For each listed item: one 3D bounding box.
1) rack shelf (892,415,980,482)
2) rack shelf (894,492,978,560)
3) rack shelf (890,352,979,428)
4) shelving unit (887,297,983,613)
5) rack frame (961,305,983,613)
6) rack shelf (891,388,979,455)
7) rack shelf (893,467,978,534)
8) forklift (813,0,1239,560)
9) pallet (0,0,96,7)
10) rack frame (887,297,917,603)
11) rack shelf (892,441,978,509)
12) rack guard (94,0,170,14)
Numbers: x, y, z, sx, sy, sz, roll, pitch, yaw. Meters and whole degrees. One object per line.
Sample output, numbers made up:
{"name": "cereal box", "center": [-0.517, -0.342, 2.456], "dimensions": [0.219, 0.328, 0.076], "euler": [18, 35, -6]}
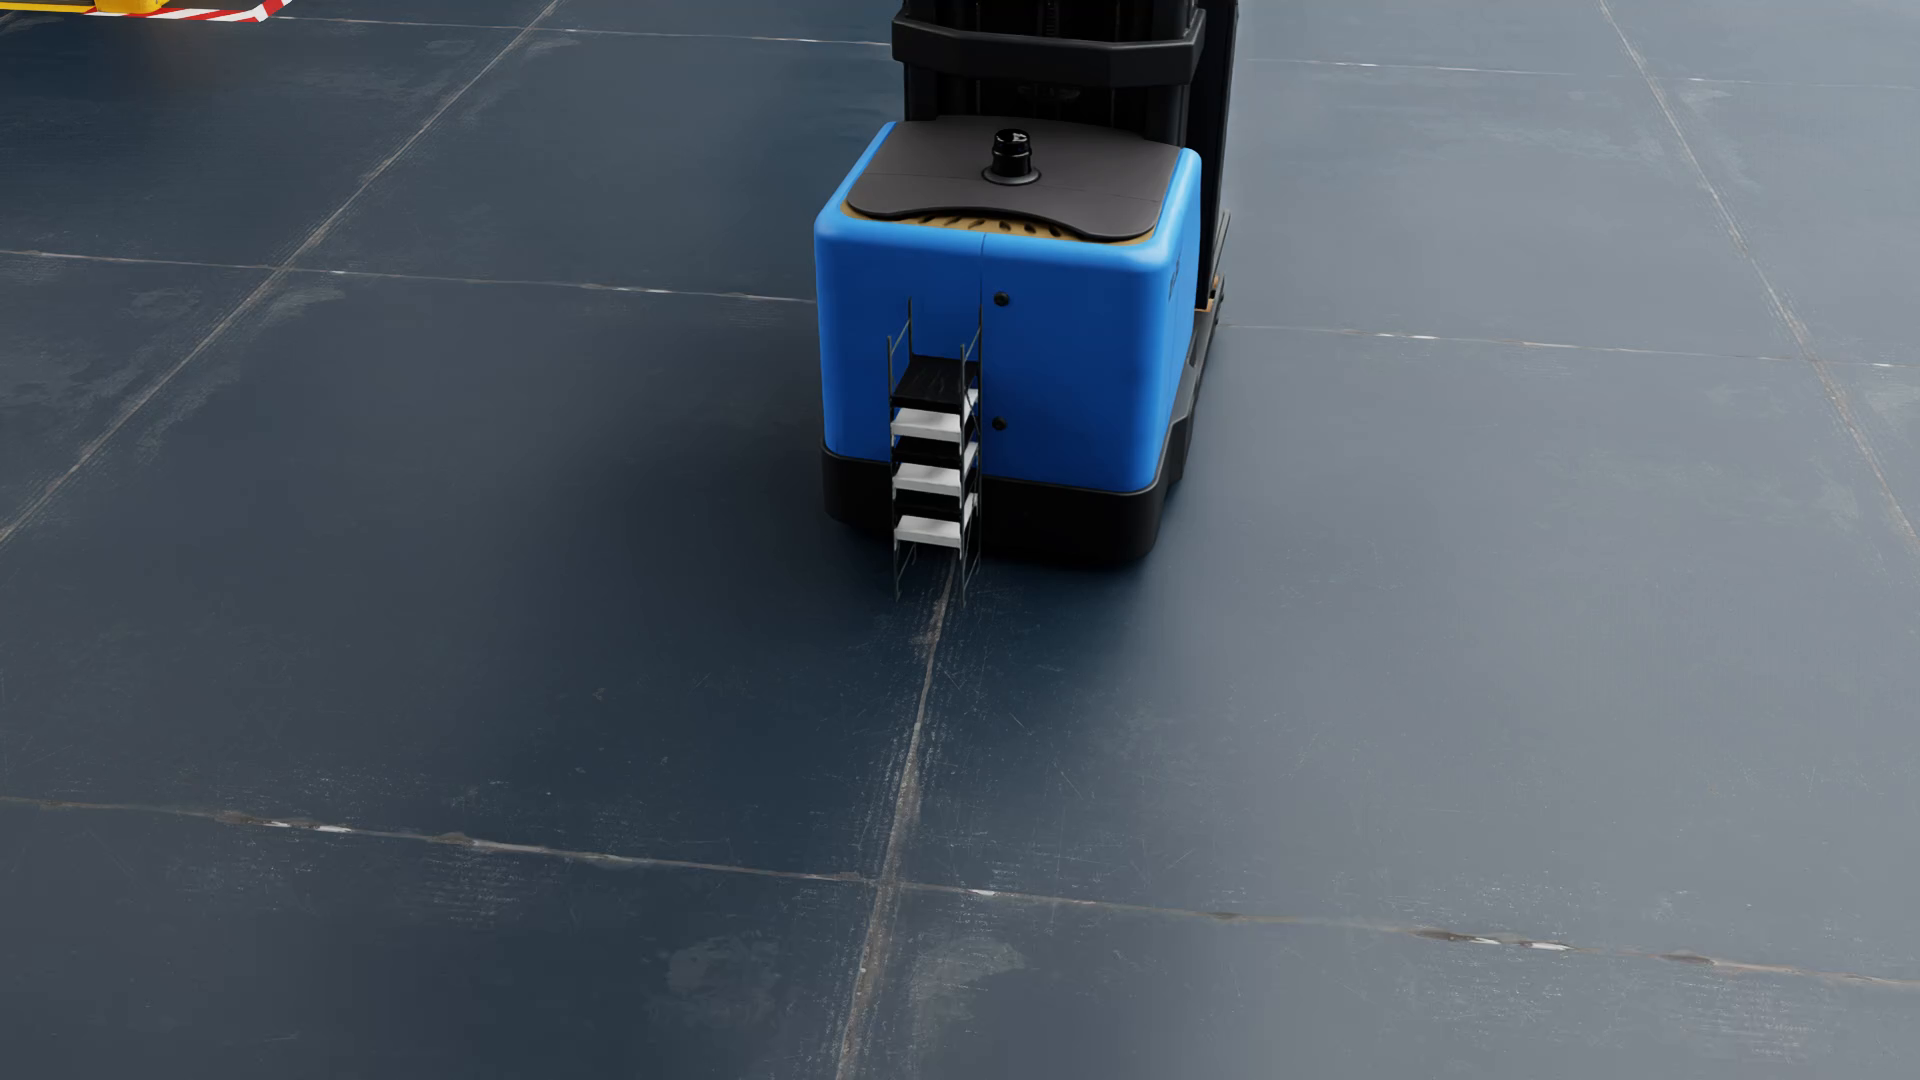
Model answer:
{"name": "rack shelf", "center": [-0.066, -0.277, 4.765], "dimensions": [0.200, 0.077, 0.258], "euler": [8, 36, 11]}
{"name": "rack shelf", "center": [-0.066, -0.058, 4.923], "dimensions": [0.200, 0.077, 0.258], "euler": [8, 36, 11]}
{"name": "rack shelf", "center": [-0.066, -0.423, 4.661], "dimensions": [0.200, 0.077, 0.258], "euler": [8, 36, 11]}
{"name": "shelving unit", "center": [-0.066, -0.231, 4.798], "dimensions": [0.210, 0.900, 0.258], "euler": [8, 36, 11]}
{"name": "rack frame", "center": [0.033, -0.217, 4.779], "dimensions": [0.006, 0.900, 0.240], "euler": [8, 36, 11]}
{"name": "rack shelf", "center": [-0.066, -0.350, 4.713], "dimensions": [0.200, 0.077, 0.258], "euler": [8, 36, 11]}
{"name": "rack shelf", "center": [-0.066, -0.131, 4.870], "dimensions": [0.200, 0.077, 0.258], "euler": [8, 36, 11]}
{"name": "forklift", "center": [0.408, -1.985, 5.508], "dimensions": [1.130, 2.935, 3.031], "euler": [8, 36, 11]}
{"name": "pallet", "center": [-5.494, -3.476, 9.938], "dimensions": [1.213, 0.211, 1.003], "euler": [4, 36, 6]}
{"name": "rack frame", "center": [-0.165, -0.245, 4.818], "dimensions": [0.006, 0.900, 0.240], "euler": [8, 36, 11]}
{"name": "rack shelf", "center": [-0.066, -0.204, 4.818], "dimensions": [0.200, 0.077, 0.258], "euler": [8, 36, 11]}
{"name": "rack guard", "center": [-4.689, -3.530, 9.766], "dimensions": [0.348, 0.500, 1.175], "euler": [4, 36, 6]}
